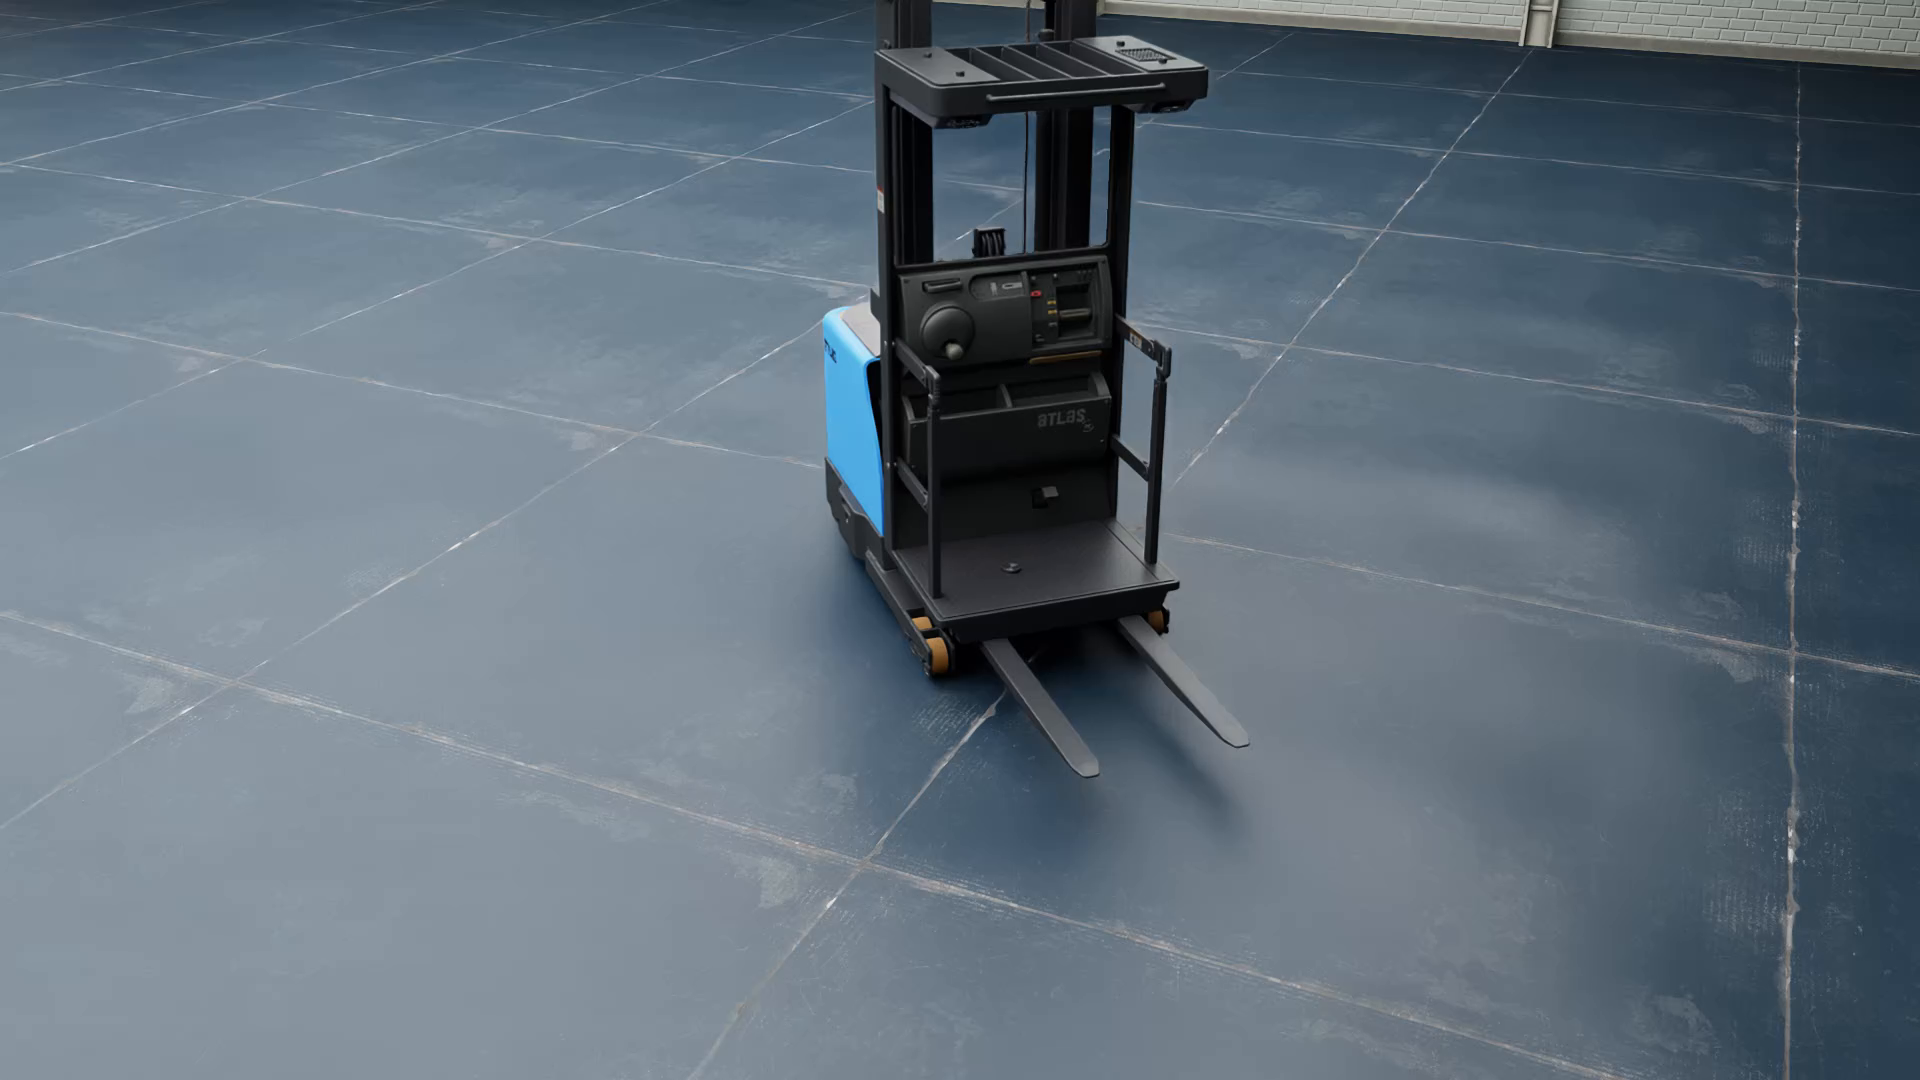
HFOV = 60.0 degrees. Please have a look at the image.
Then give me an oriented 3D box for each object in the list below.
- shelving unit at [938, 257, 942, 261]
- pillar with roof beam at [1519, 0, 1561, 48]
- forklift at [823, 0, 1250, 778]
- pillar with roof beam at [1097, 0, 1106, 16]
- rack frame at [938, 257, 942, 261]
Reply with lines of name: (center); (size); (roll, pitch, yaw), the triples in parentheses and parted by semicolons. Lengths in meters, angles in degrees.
shelving unit: (-0.177, -0.846, 8.609); (0.258, 1.200, 0.189); (-9, 27, -17)
pillar with roof beam: (5.459, -8.524, 15.375); (0.400, 9.000, 9.100); (11, 28, 22)
forklift: (0.275, -0.938, 6.836); (1.130, 2.935, 3.031); (-9, 27, -17)
pillar with roof beam: (-0.003, -9.621, 17.603); (0.400, 9.000, 9.100); (11, 28, 22)
rack frame: (-0.206, -0.884, 8.687); (0.240, 1.200, 0.006); (-9, 27, -17)
